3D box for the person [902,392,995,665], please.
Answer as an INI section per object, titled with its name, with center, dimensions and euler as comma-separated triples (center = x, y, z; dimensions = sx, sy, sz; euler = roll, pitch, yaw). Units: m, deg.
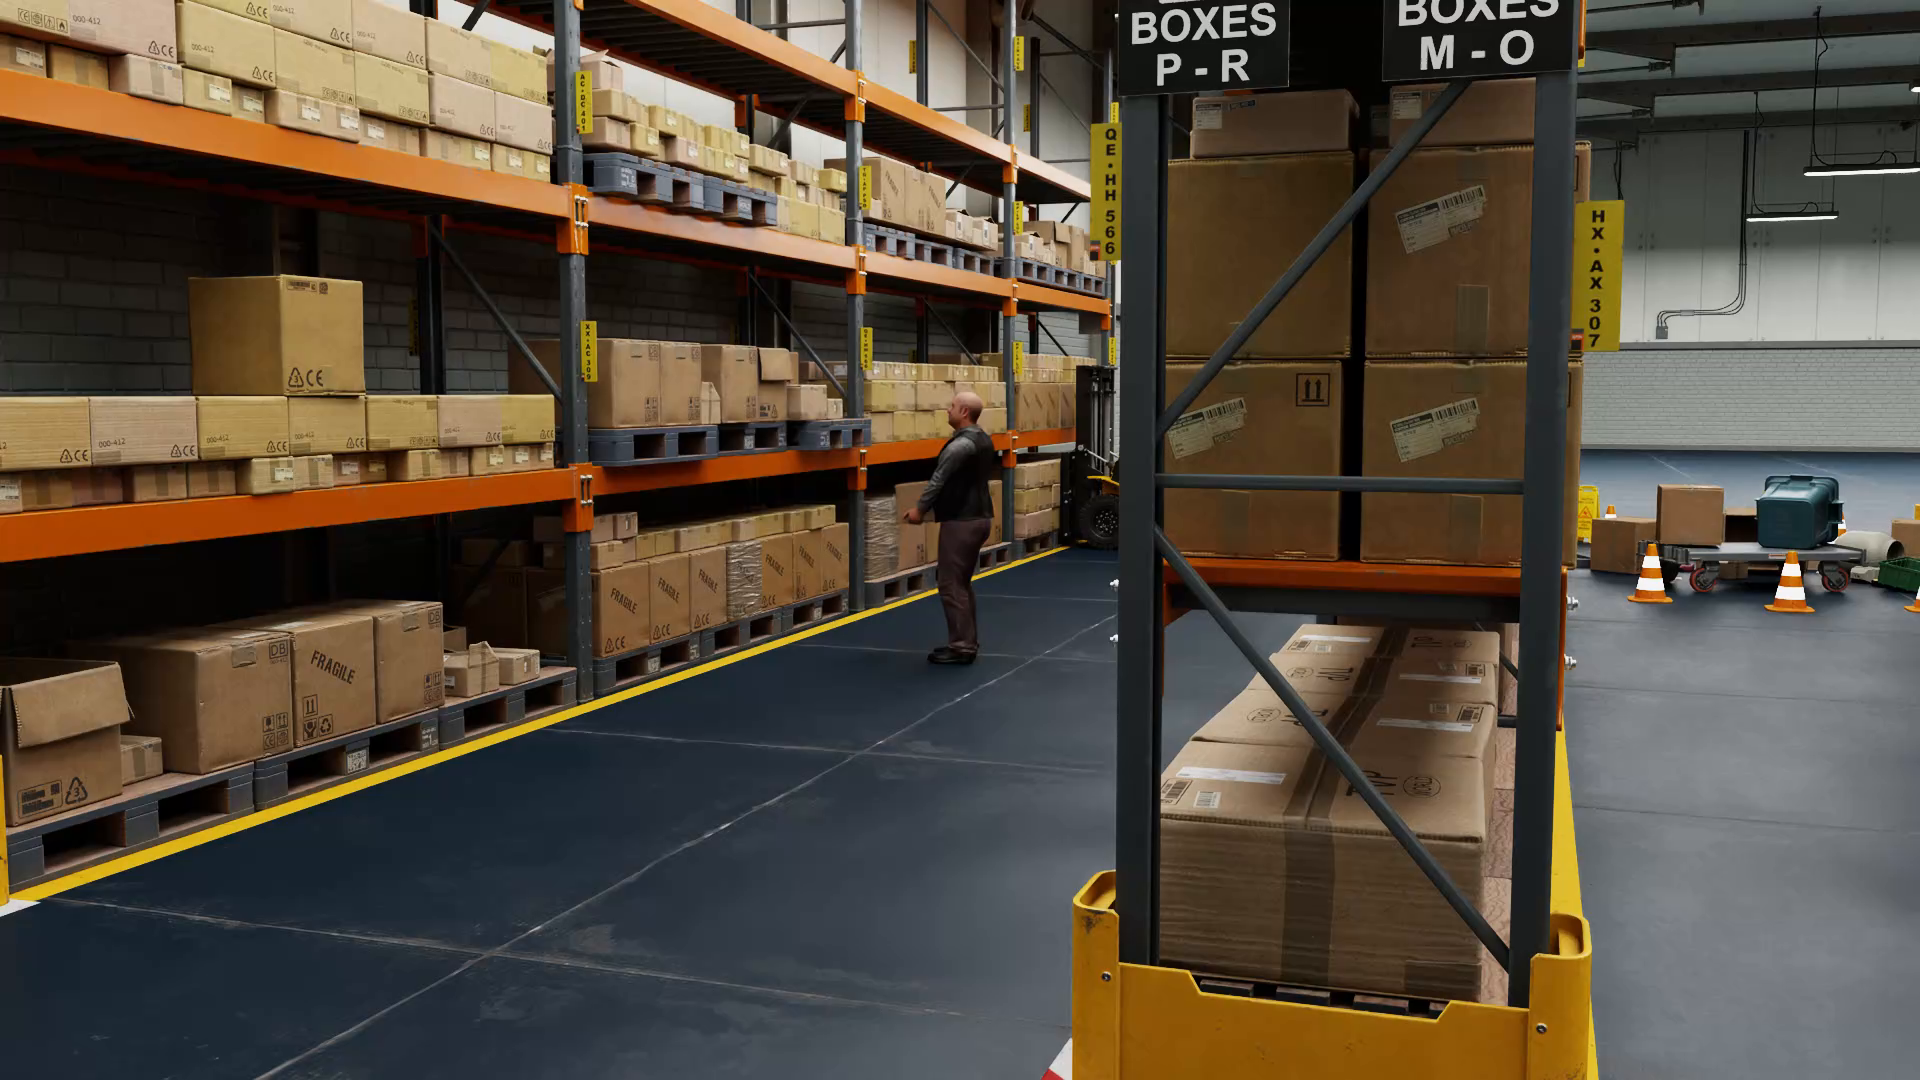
[person]
center = -0.075, -0.084, 10.592
dimensions = 0.546, 1.717, 0.495
euler = 2, 5, 19
